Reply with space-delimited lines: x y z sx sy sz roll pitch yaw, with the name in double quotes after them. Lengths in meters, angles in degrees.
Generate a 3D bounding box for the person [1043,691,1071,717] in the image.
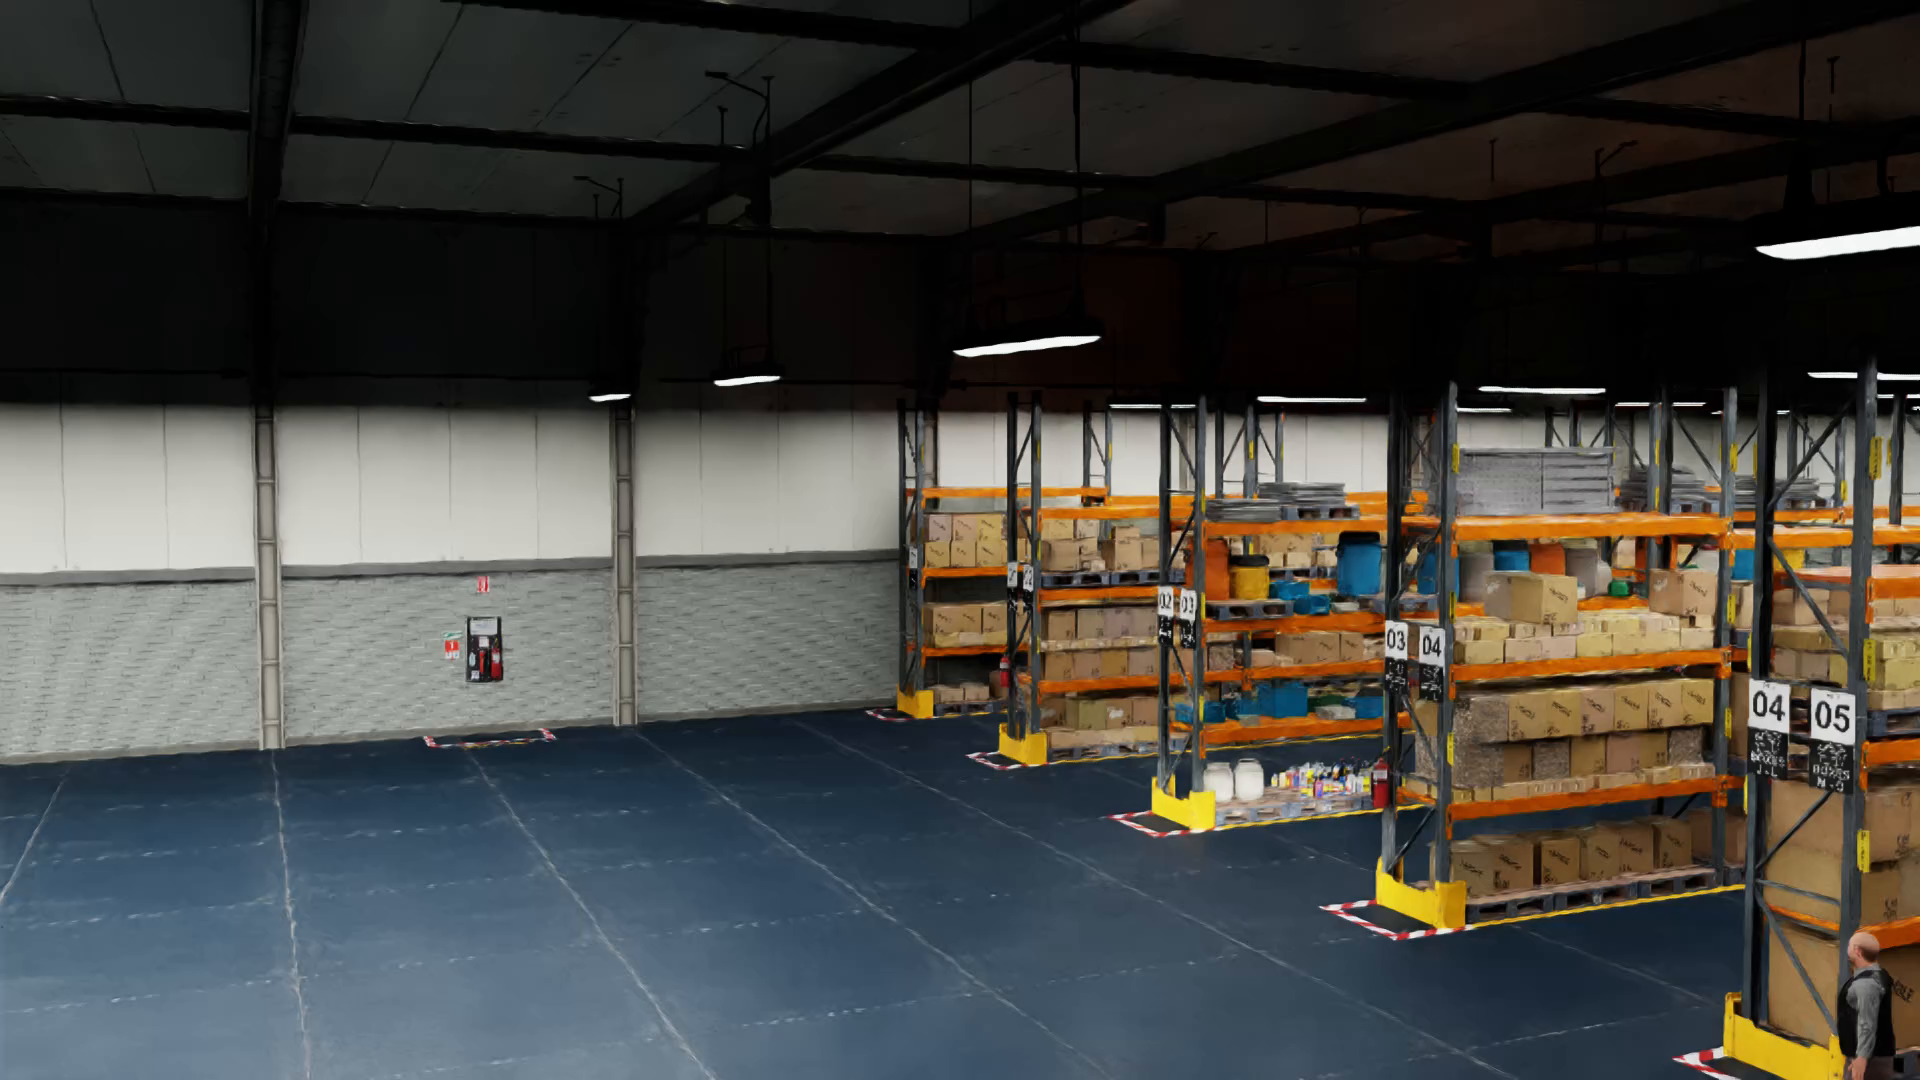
1.675 2.593 29.360 0.558 1.668 0.569 0 3 3 "person"

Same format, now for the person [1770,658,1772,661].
14.815 2.495 30.072 0.679 1.785 0.579 -1 3 -12 "person"

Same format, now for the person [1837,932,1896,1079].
6.401 3.632 11.698 0.571 1.706 0.578 2 4 32 "person"
